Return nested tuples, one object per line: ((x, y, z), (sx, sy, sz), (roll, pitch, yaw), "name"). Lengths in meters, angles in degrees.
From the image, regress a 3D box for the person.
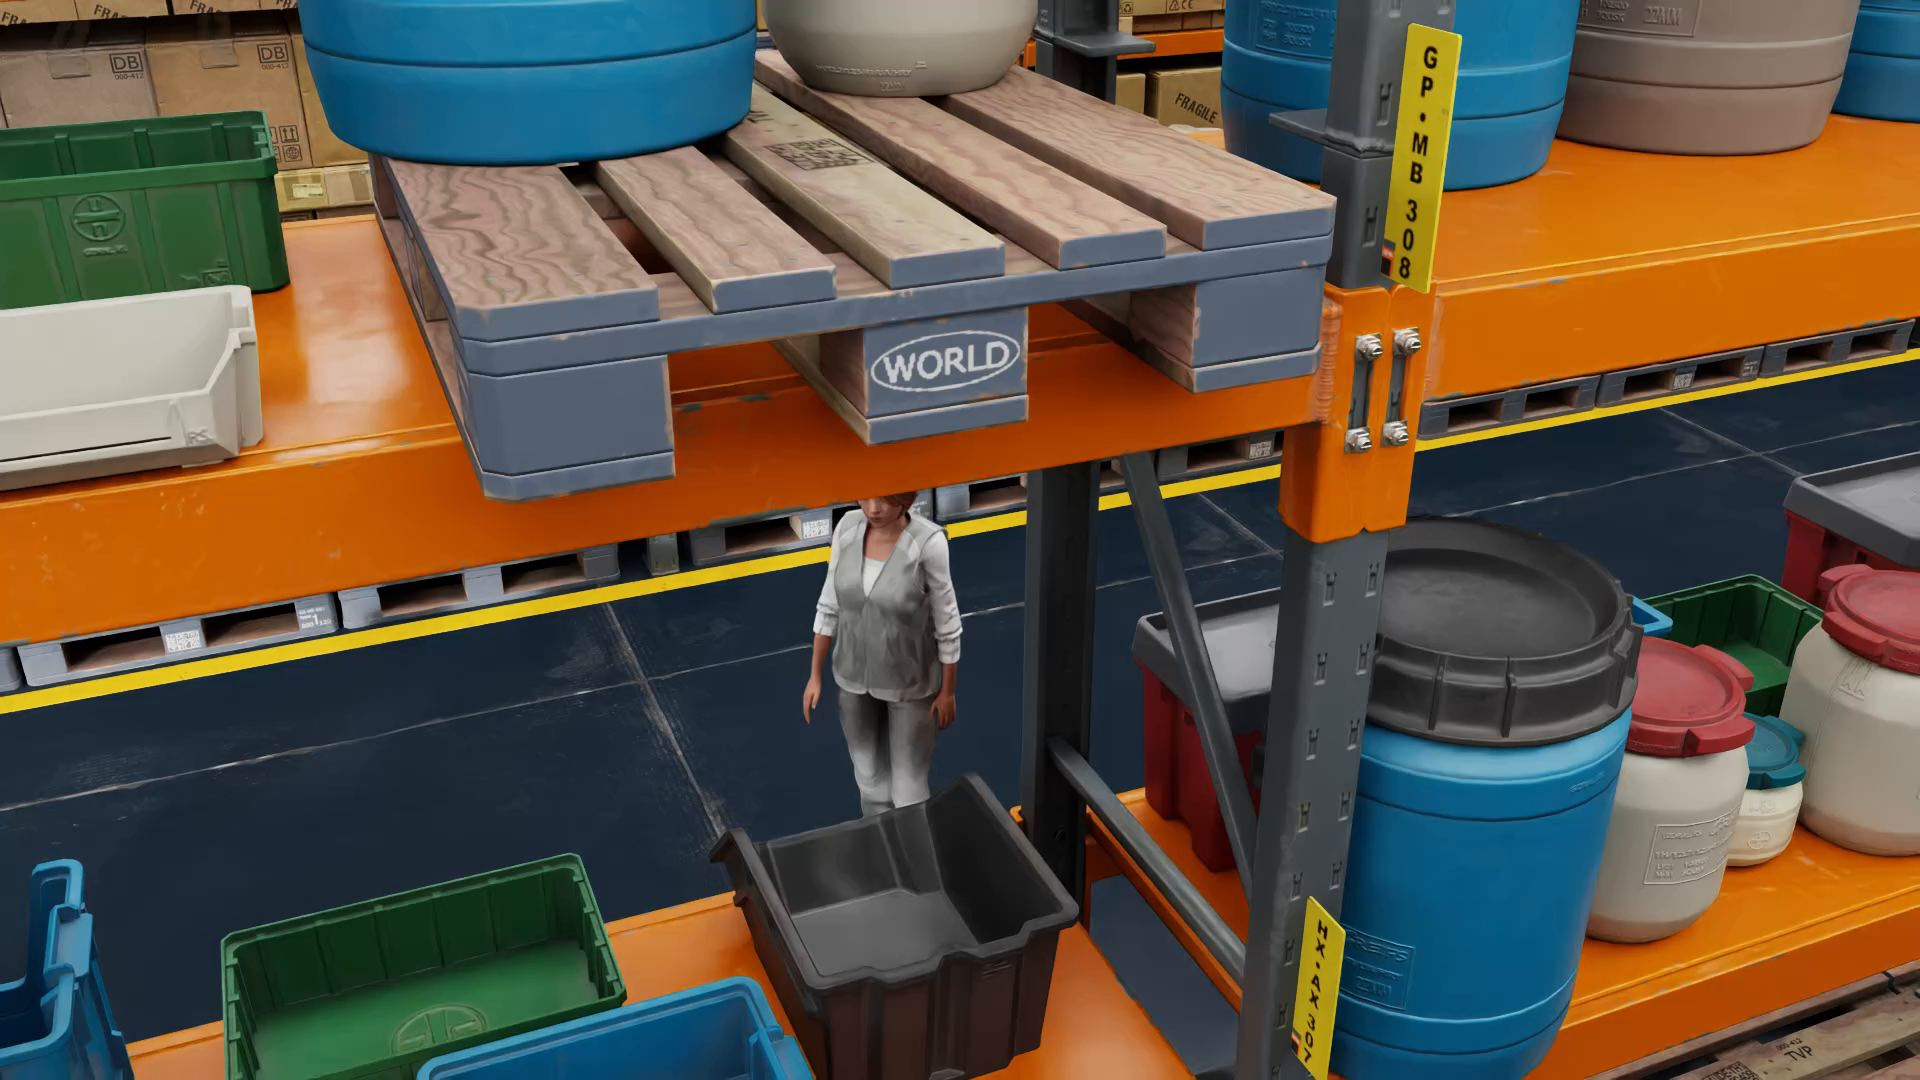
((-0.244, 0.494, 5.149), (0.457, 1.630, 0.410), (12, 29, 22), "person")
